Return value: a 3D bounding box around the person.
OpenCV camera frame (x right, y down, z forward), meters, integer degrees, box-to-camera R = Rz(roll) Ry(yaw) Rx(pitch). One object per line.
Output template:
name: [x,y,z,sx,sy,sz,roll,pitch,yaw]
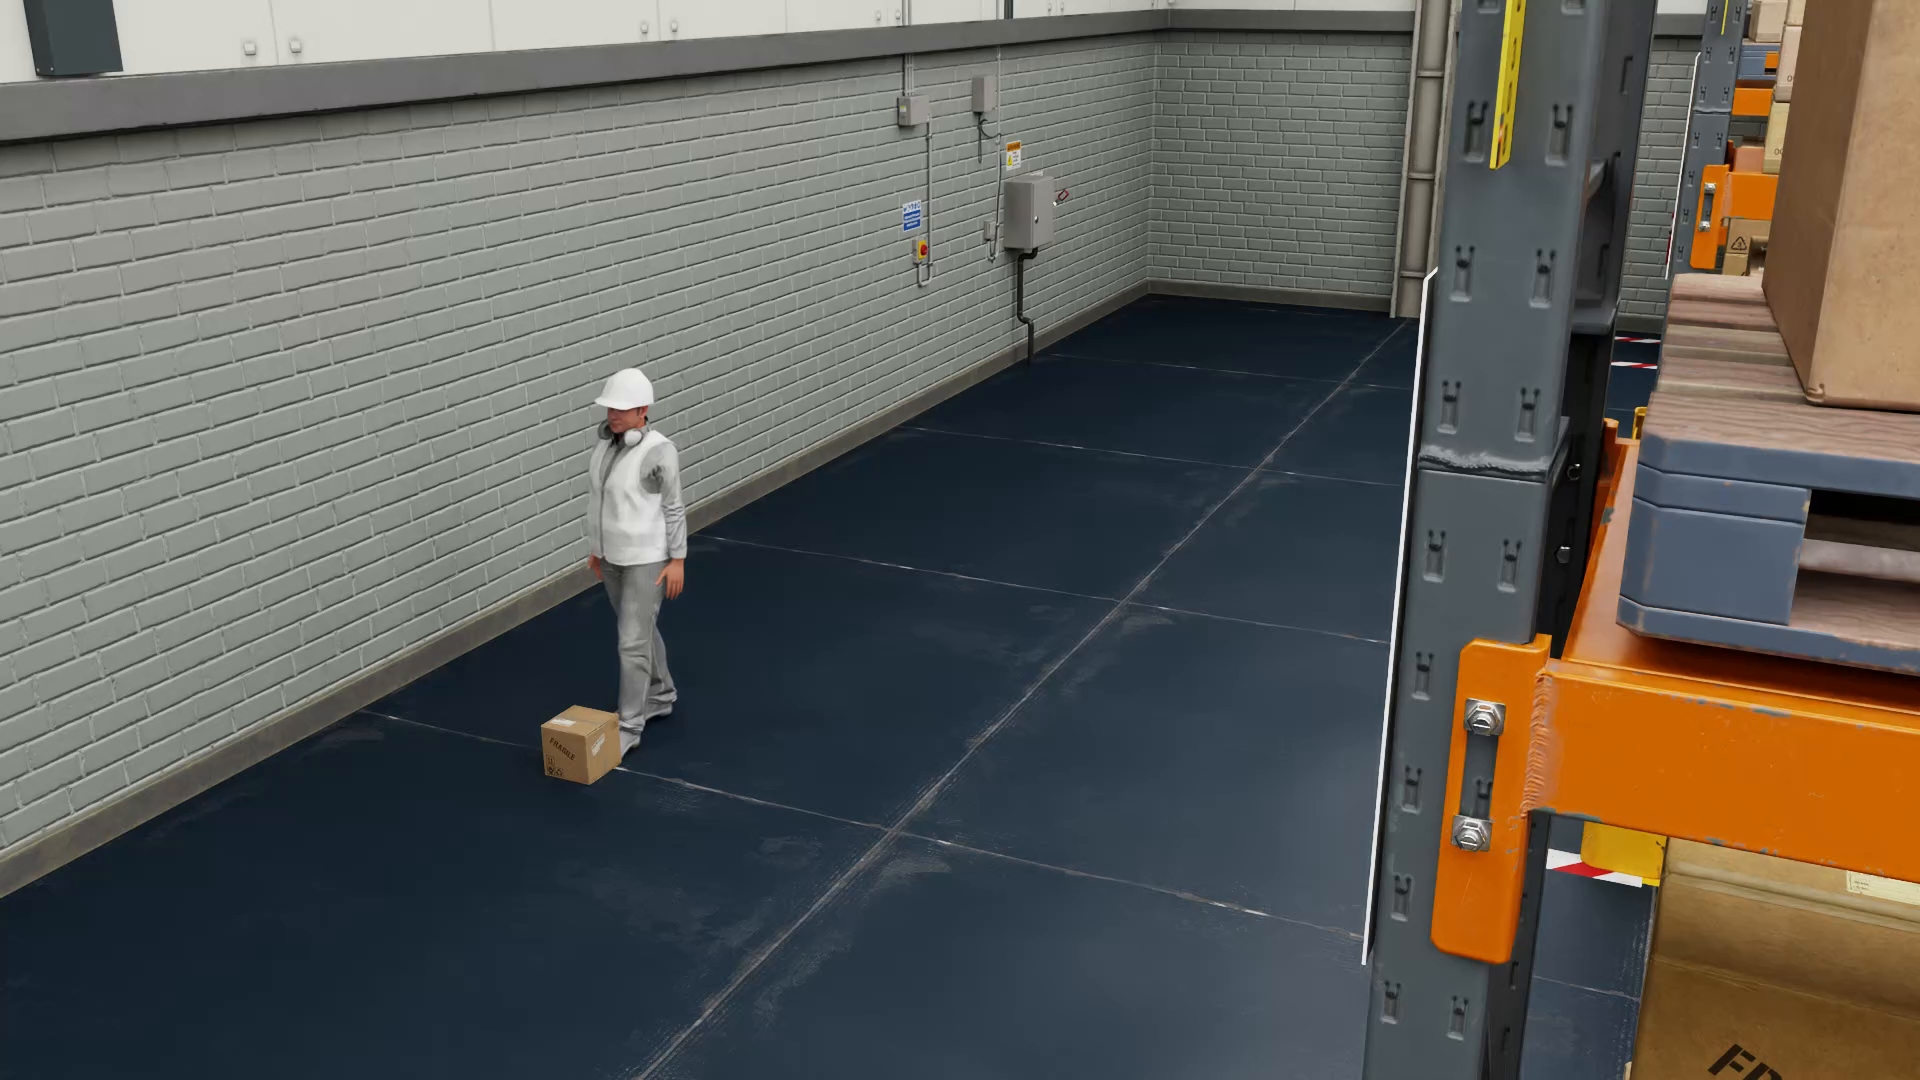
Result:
person: [-1.610,0.088,7.731,0.561,1.769,0.645,17,25,40]
